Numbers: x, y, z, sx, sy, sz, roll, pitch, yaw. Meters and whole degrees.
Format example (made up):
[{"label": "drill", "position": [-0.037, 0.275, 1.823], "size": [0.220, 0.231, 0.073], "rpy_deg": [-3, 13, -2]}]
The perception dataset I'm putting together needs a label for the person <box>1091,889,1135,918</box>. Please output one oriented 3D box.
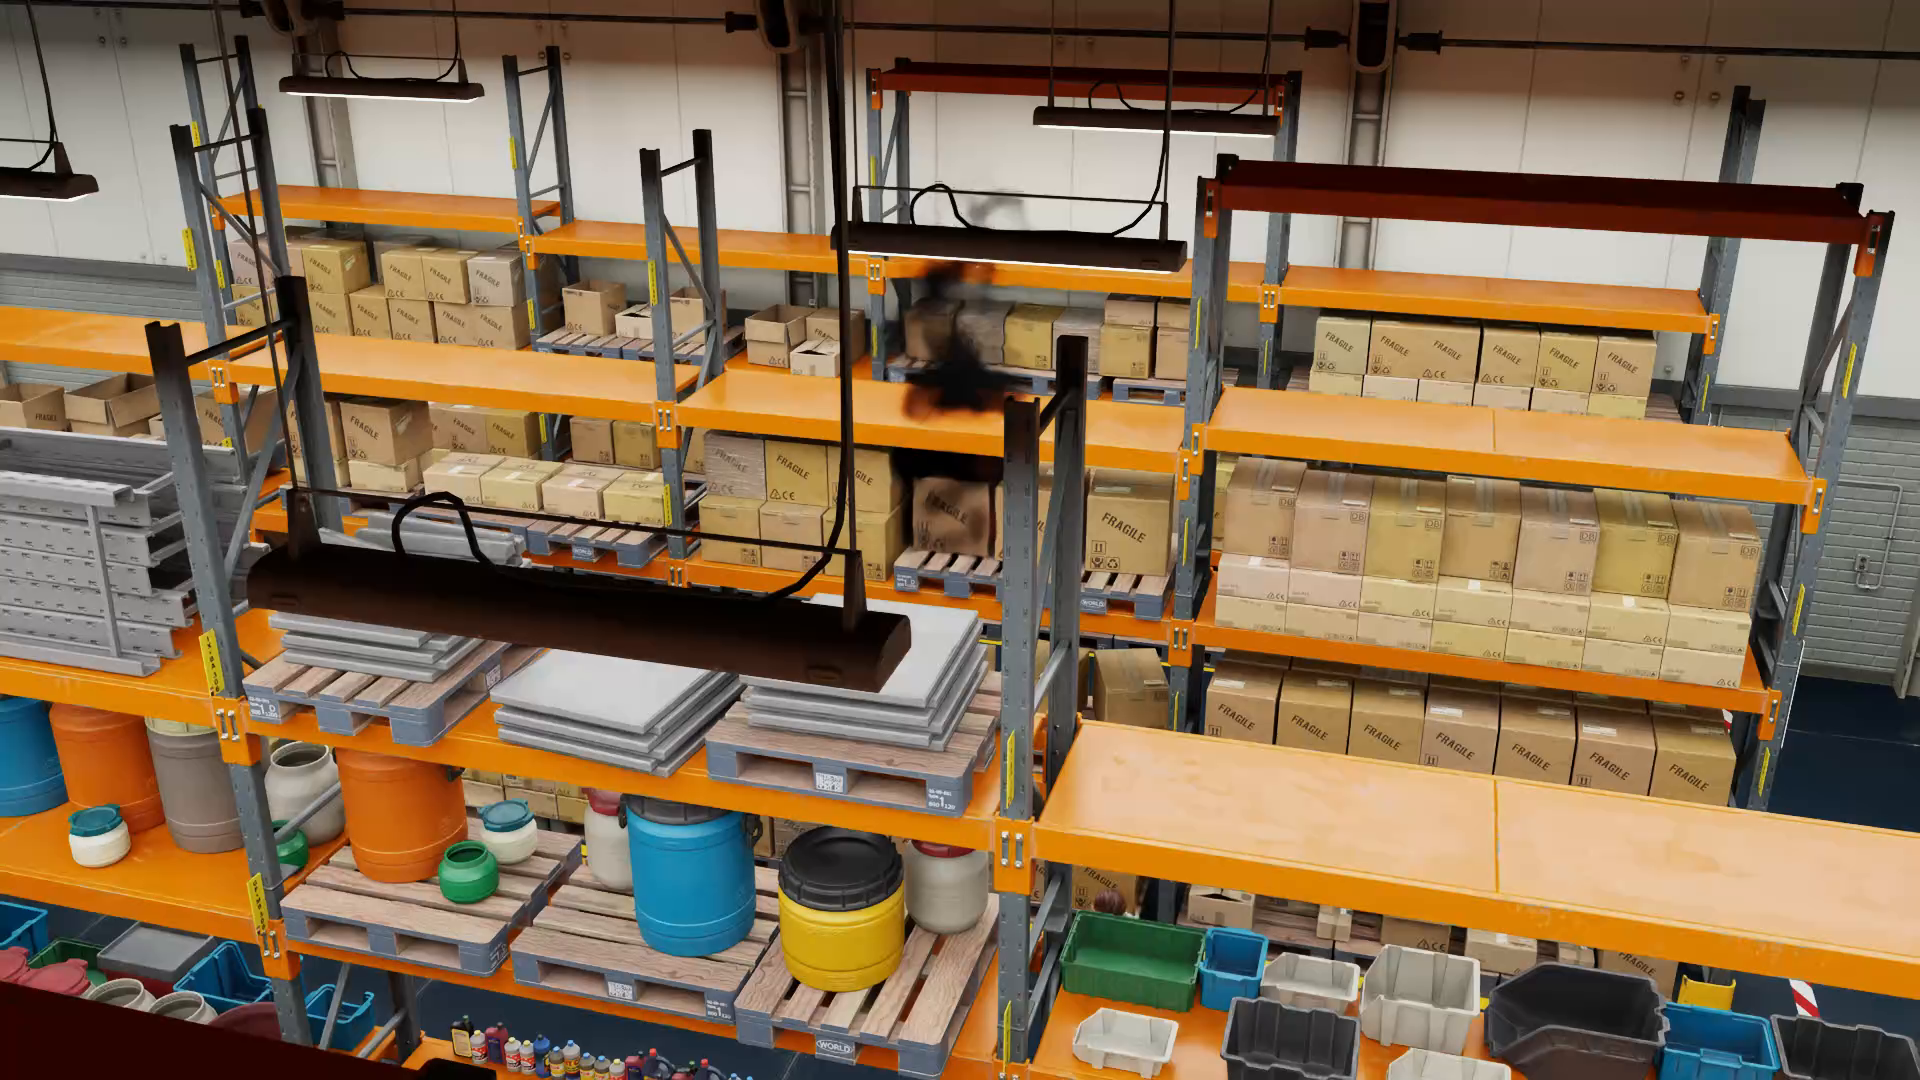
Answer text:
[{"label": "person", "position": [1.018, 3.071, 11.306], "size": [0.733, 1.647, 0.521], "rpy_deg": [1, 23, 4]}]
